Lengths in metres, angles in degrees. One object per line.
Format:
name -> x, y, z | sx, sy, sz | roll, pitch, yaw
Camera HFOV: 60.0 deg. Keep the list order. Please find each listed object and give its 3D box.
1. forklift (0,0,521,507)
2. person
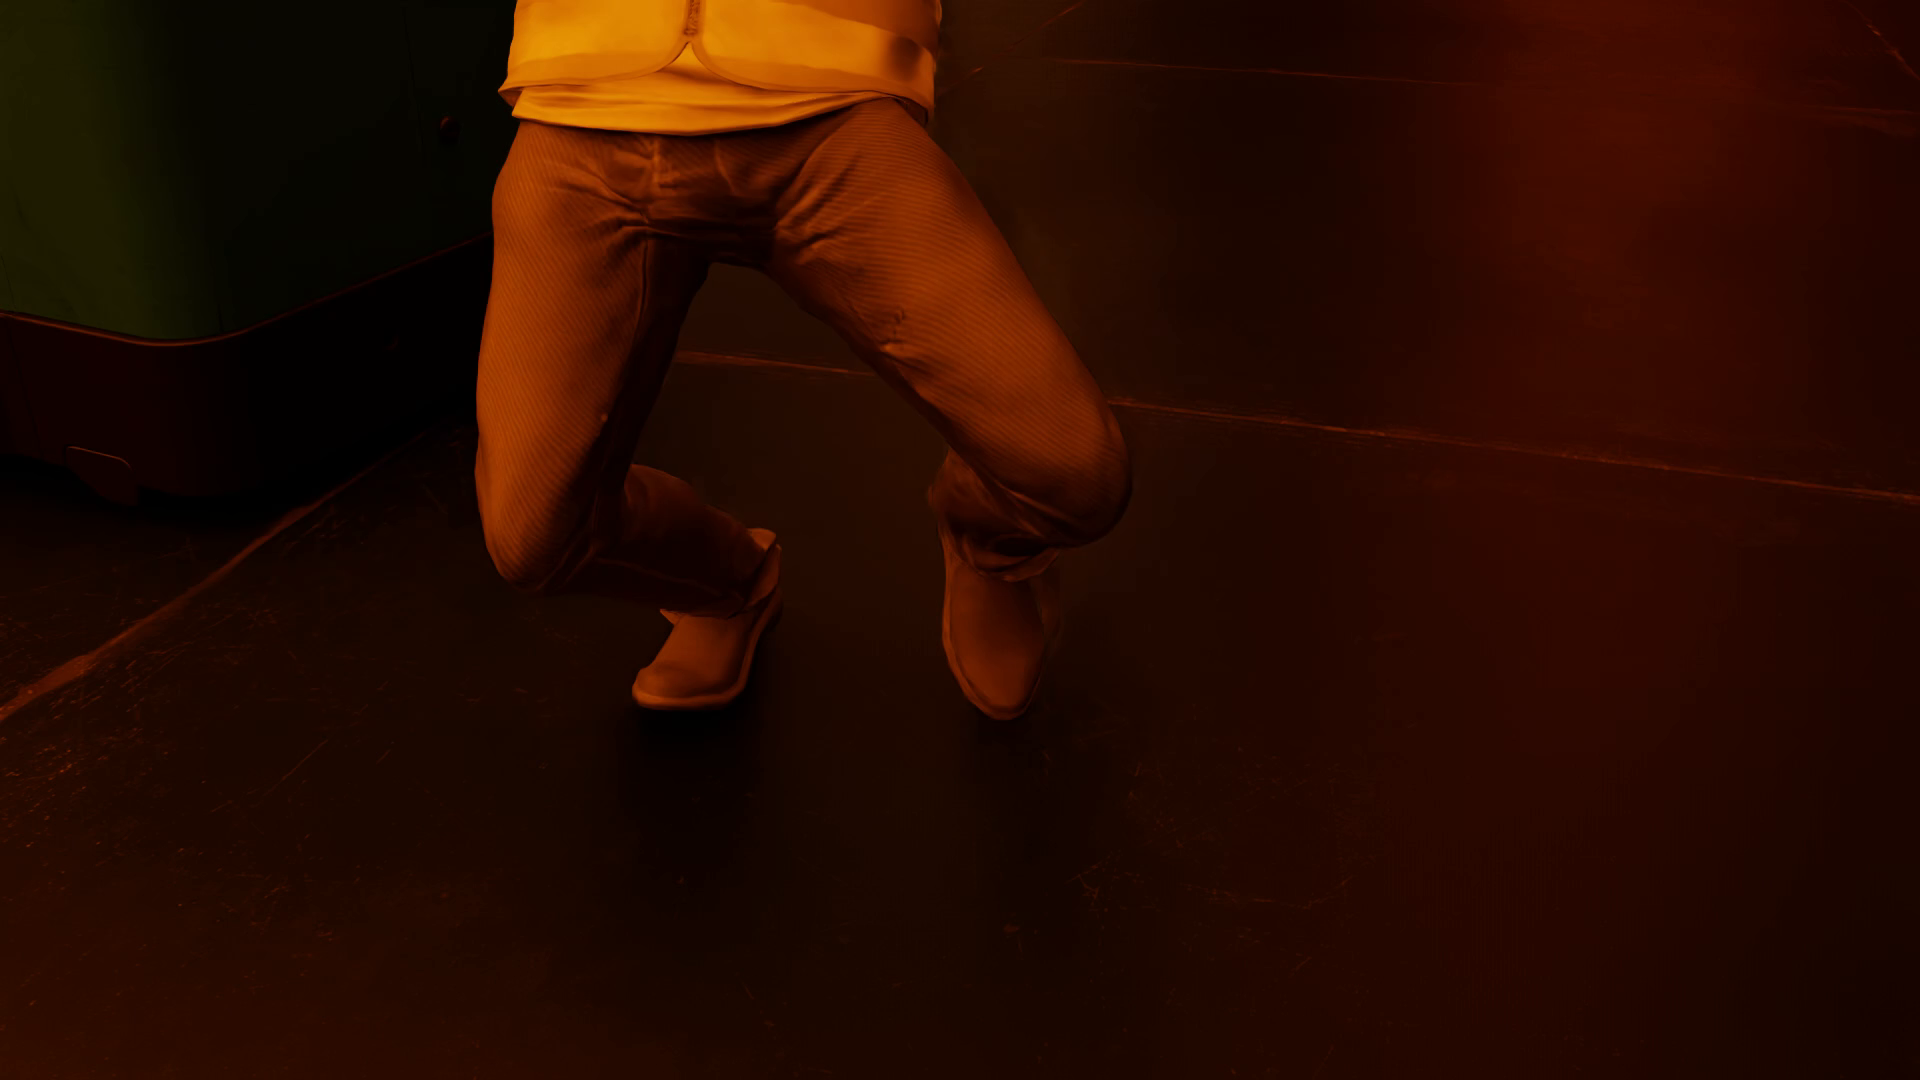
forklift -> -2.222, -1.798, 2.799 | 3.031, 2.935, 1.130 | 12, 29, 22
person -> -0.227, -0.542, 1.749 | 1.057, 1.642, 0.743 | 1, 27, 2
